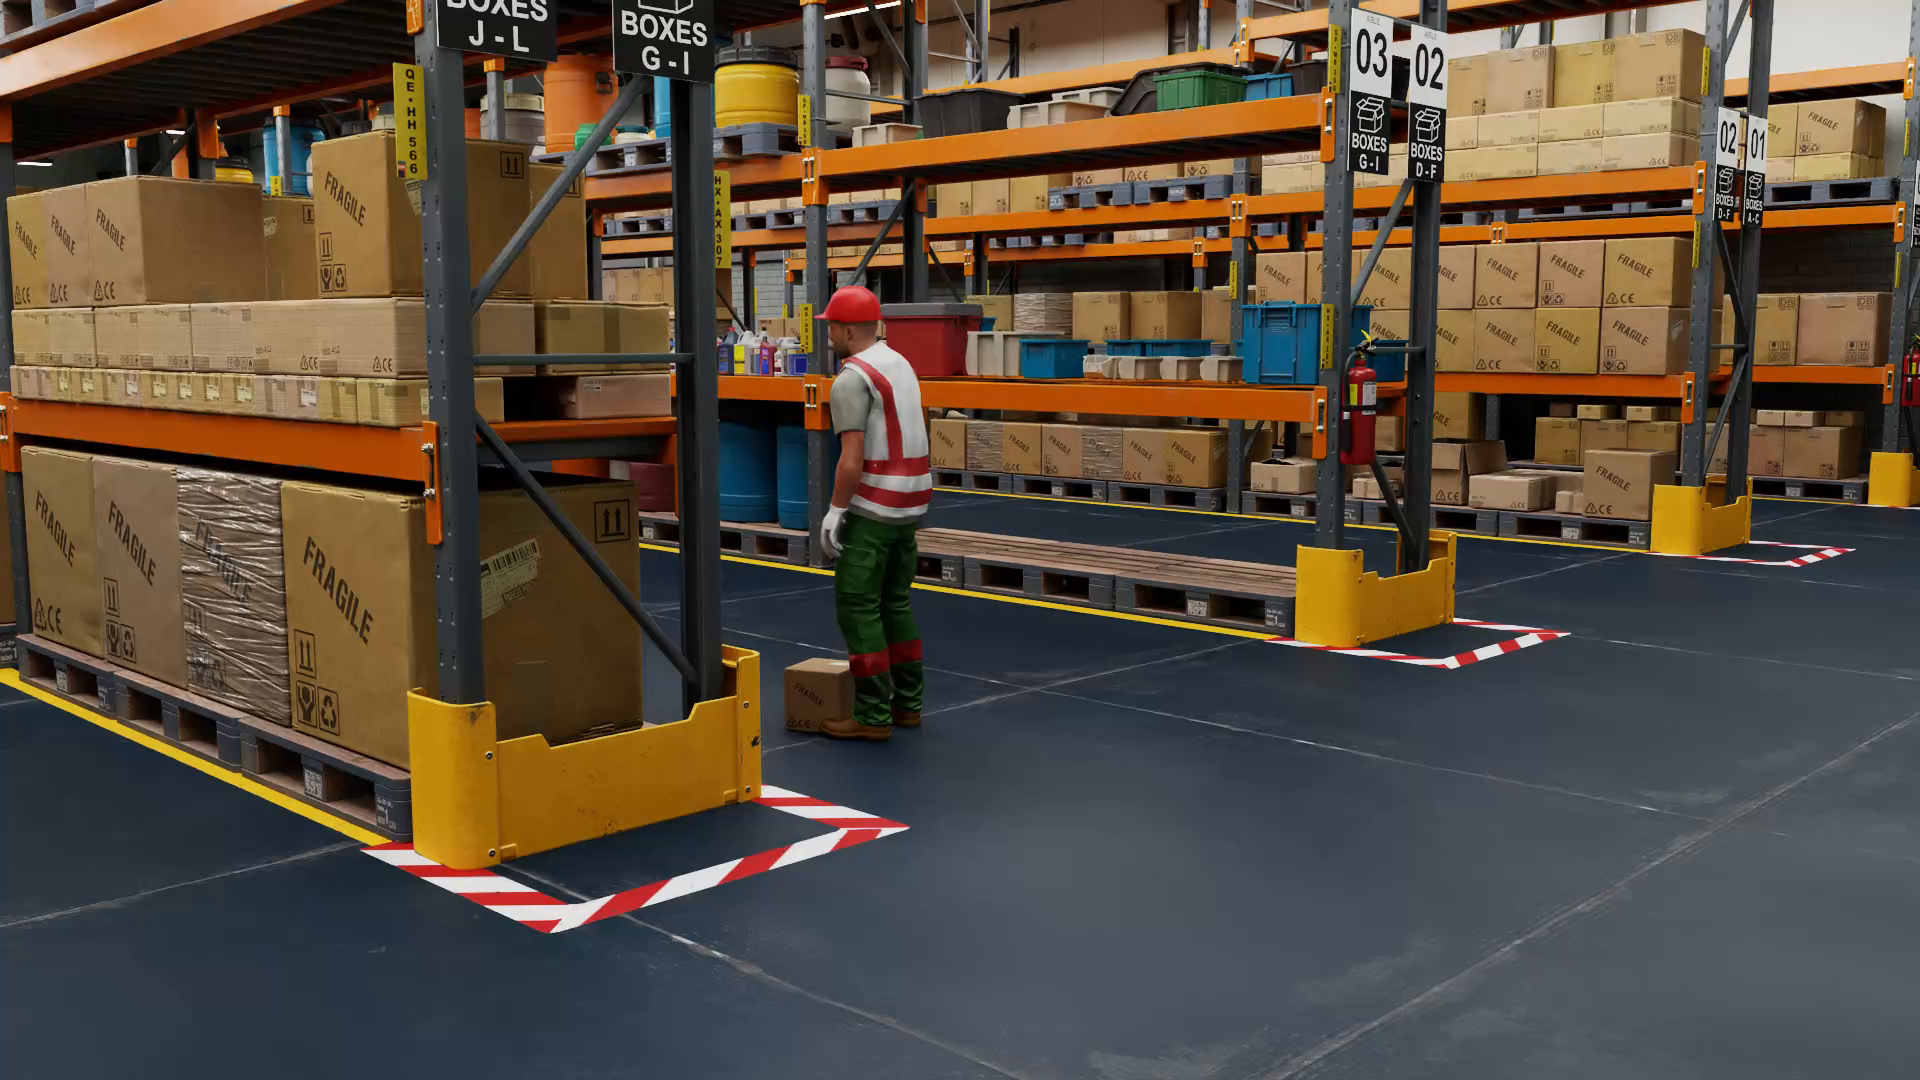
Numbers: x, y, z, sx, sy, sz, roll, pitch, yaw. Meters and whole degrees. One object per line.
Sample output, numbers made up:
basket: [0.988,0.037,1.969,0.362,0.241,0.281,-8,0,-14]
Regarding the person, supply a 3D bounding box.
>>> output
person: [-0.352,-0.110,6.589,0.454,1.779,0.620,4,8,27]
